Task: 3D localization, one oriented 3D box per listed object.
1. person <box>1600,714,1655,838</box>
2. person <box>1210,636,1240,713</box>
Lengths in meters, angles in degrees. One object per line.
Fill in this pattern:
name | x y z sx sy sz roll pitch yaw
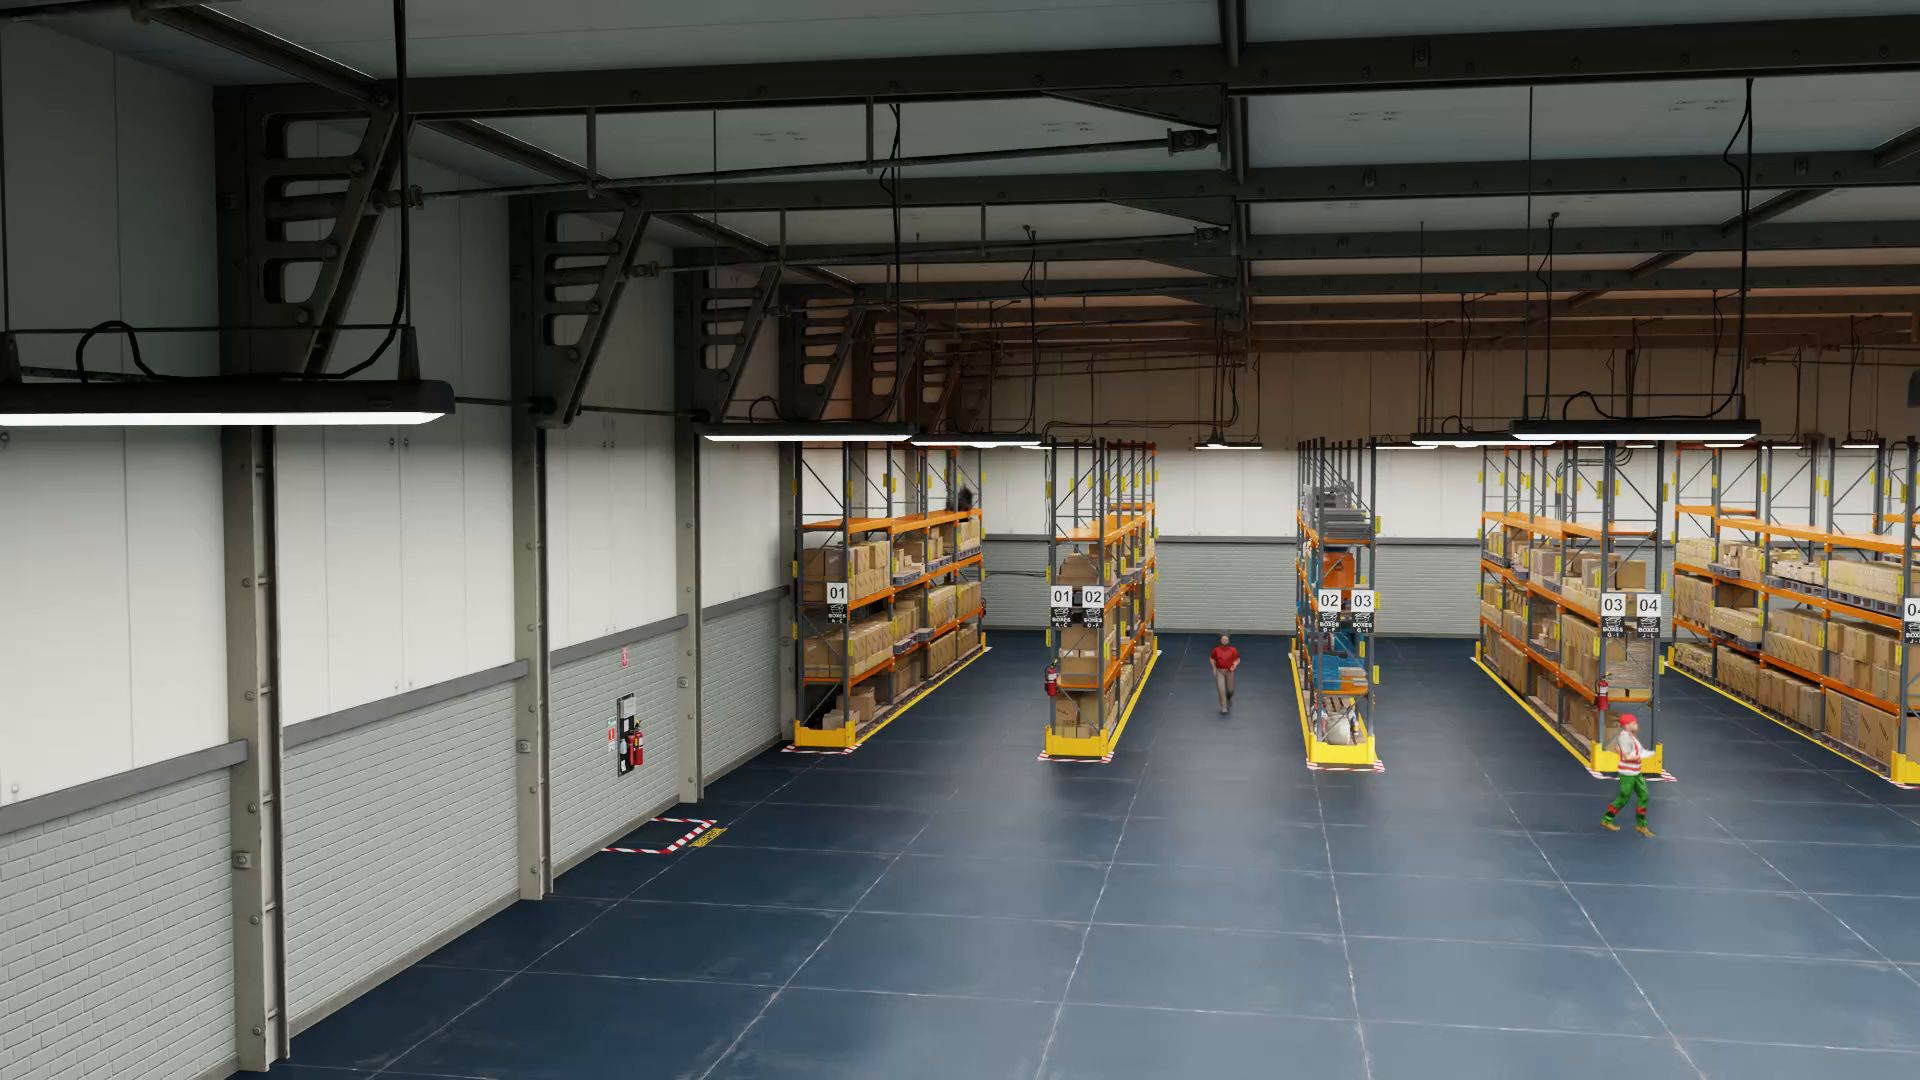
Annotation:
person | 9.955 3.503 24.761 0.759 1.837 0.637 2 4 34
person | 5.830 2.941 36.635 0.656 1.682 0.664 0 3 9
